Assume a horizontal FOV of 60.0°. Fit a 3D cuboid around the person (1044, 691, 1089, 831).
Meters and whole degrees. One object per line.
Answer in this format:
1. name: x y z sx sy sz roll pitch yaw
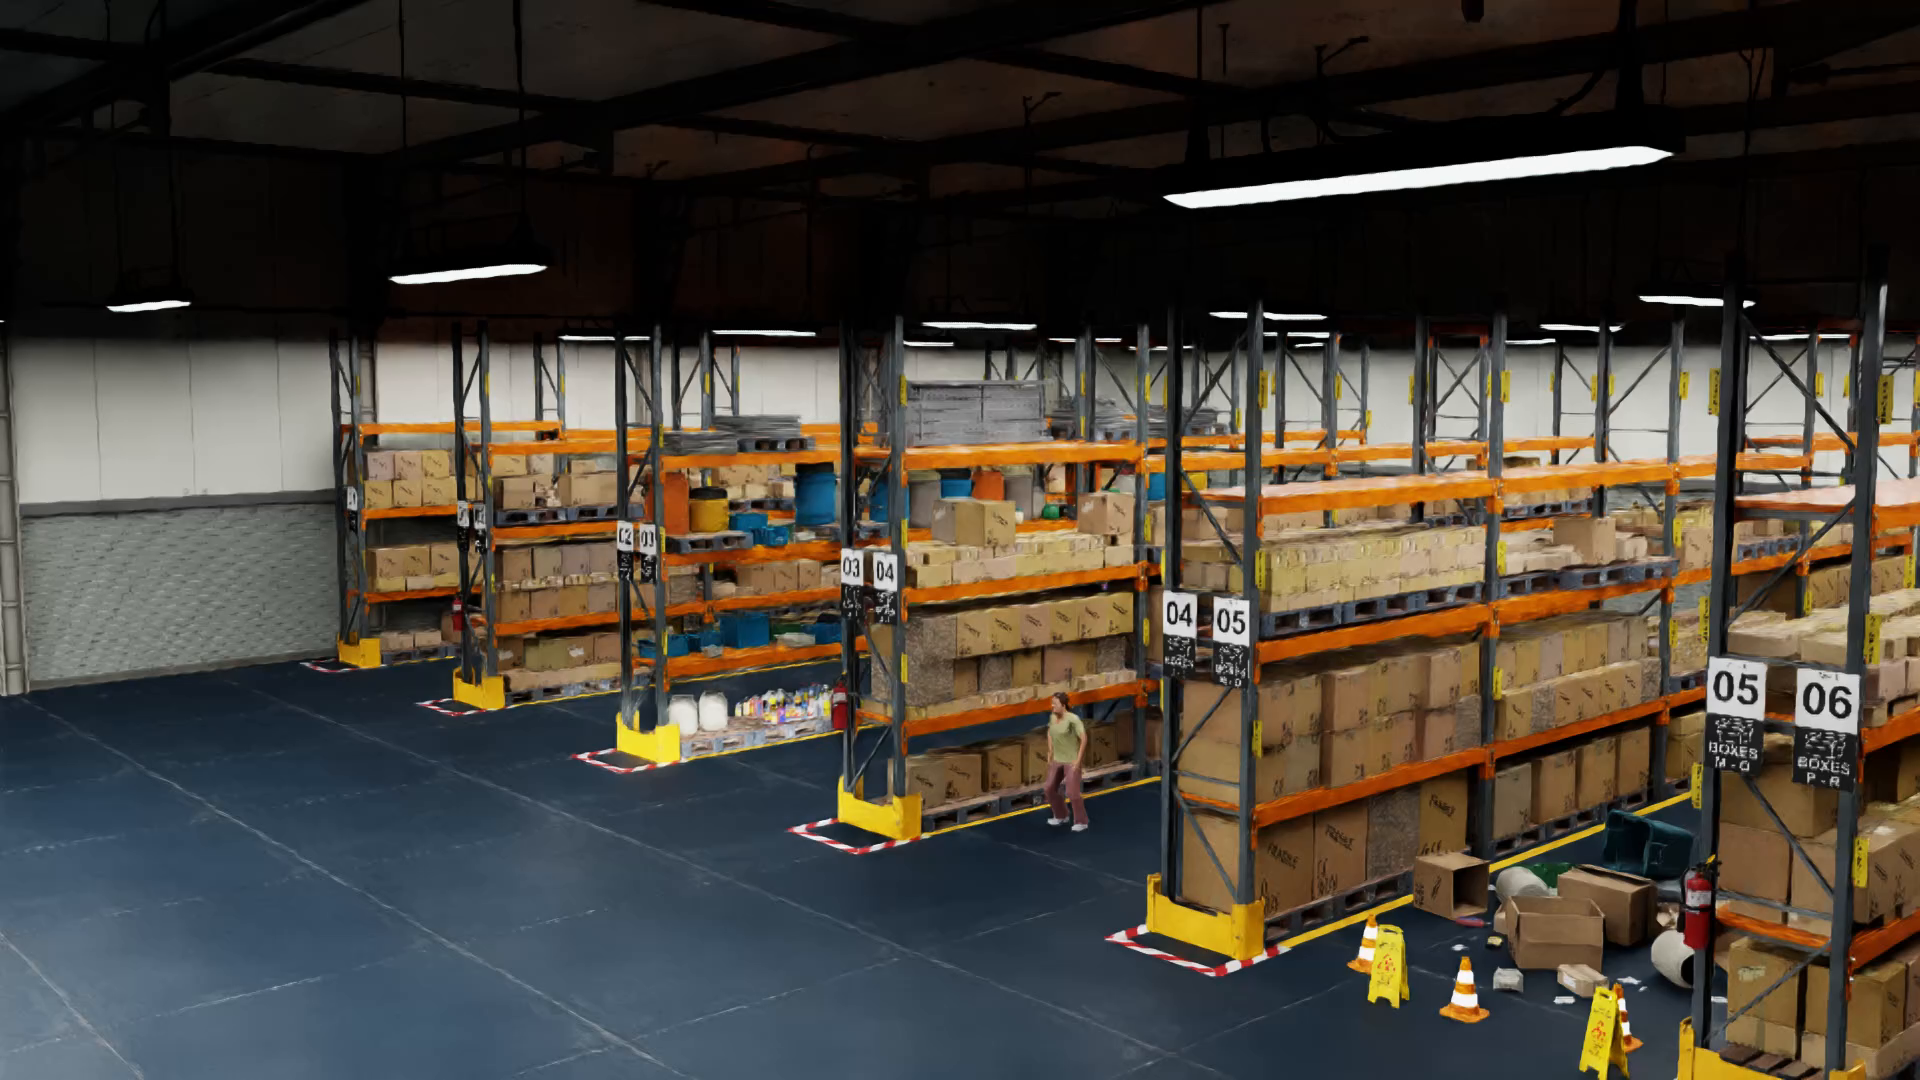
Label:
1. person: 1.211 2.502 18.898 0.507 1.619 0.598 -5 8 -44
